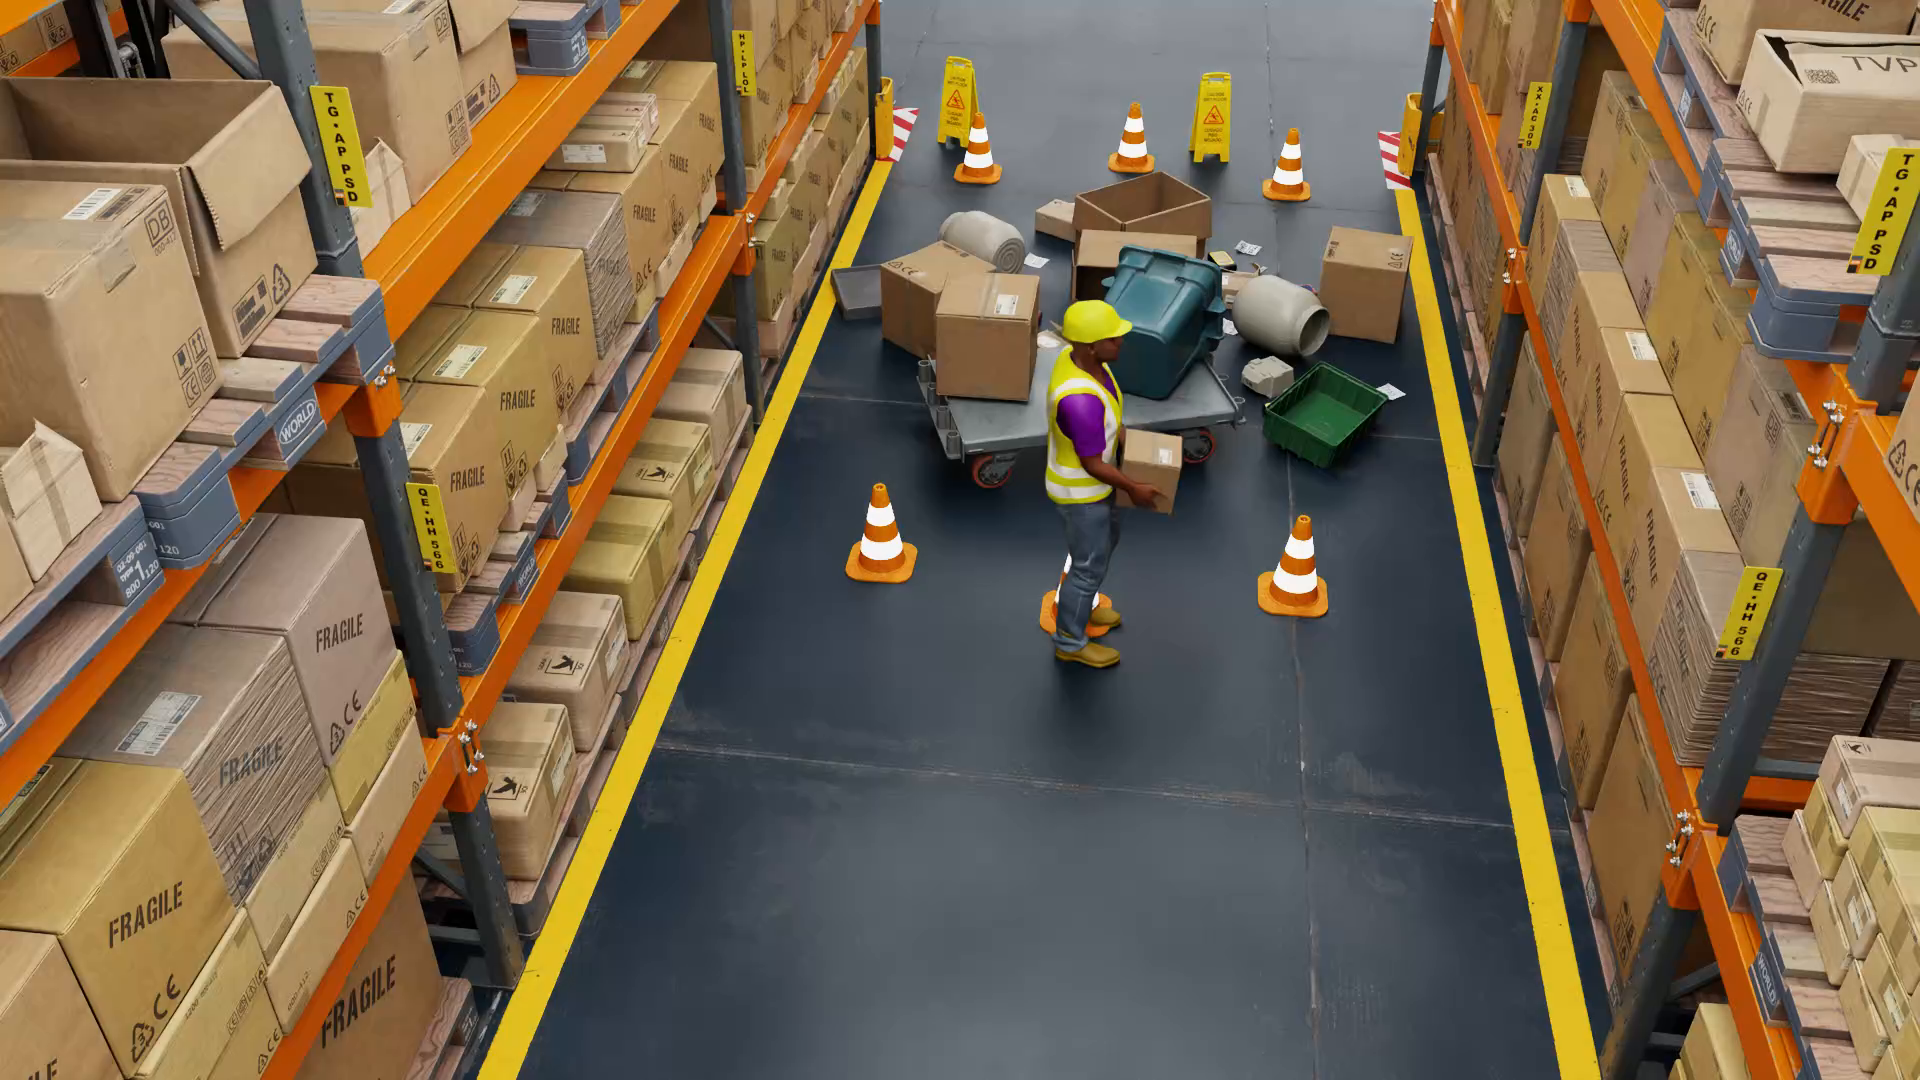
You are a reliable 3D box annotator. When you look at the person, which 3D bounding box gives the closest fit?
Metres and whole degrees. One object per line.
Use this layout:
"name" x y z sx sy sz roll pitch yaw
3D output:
"person" 0.641 -0.251 7.370 0.536 1.775 0.549 4 36 6
